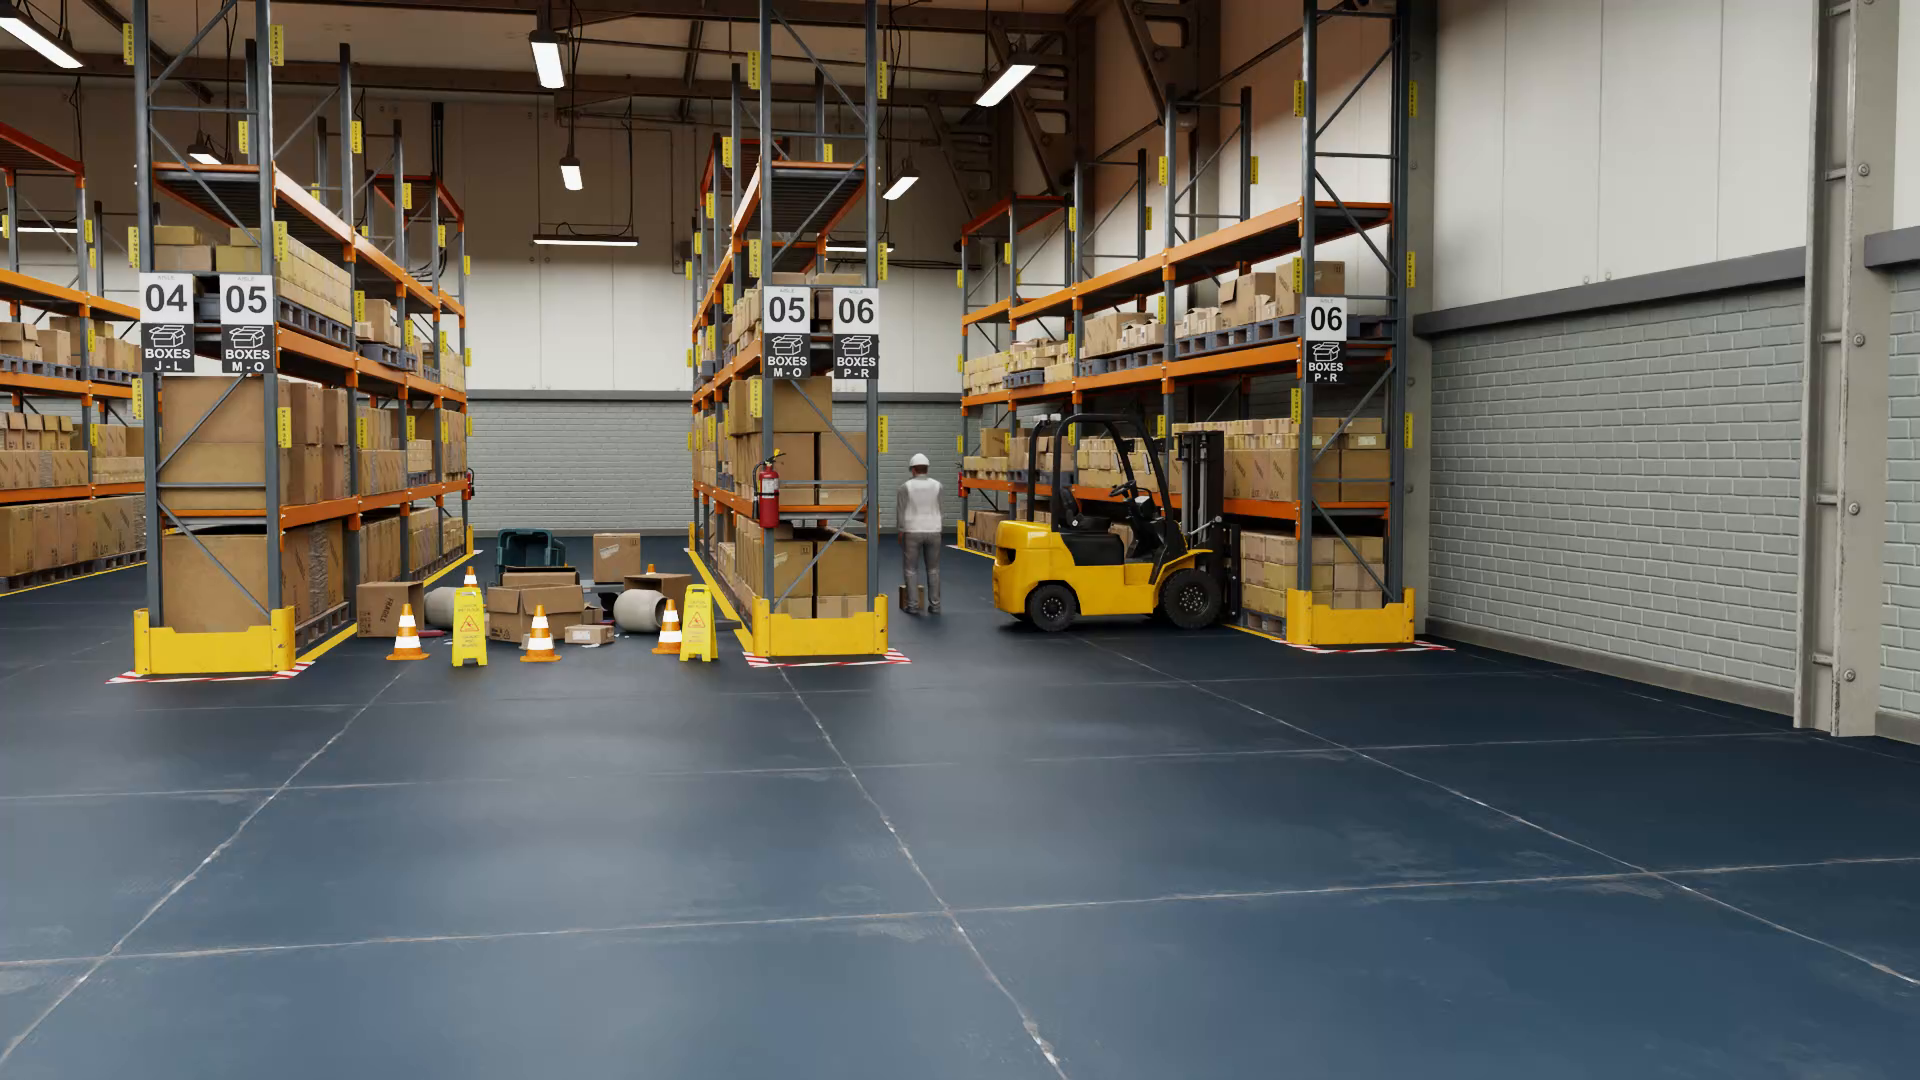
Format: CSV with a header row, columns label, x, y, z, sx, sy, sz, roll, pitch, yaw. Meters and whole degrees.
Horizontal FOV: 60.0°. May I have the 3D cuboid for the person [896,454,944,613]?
label,x,y,z,sx,sy,sz,roll,pitch,yaw
person,-0.445,-0.072,18.405,0.538,1.759,0.378,-1,3,-14
